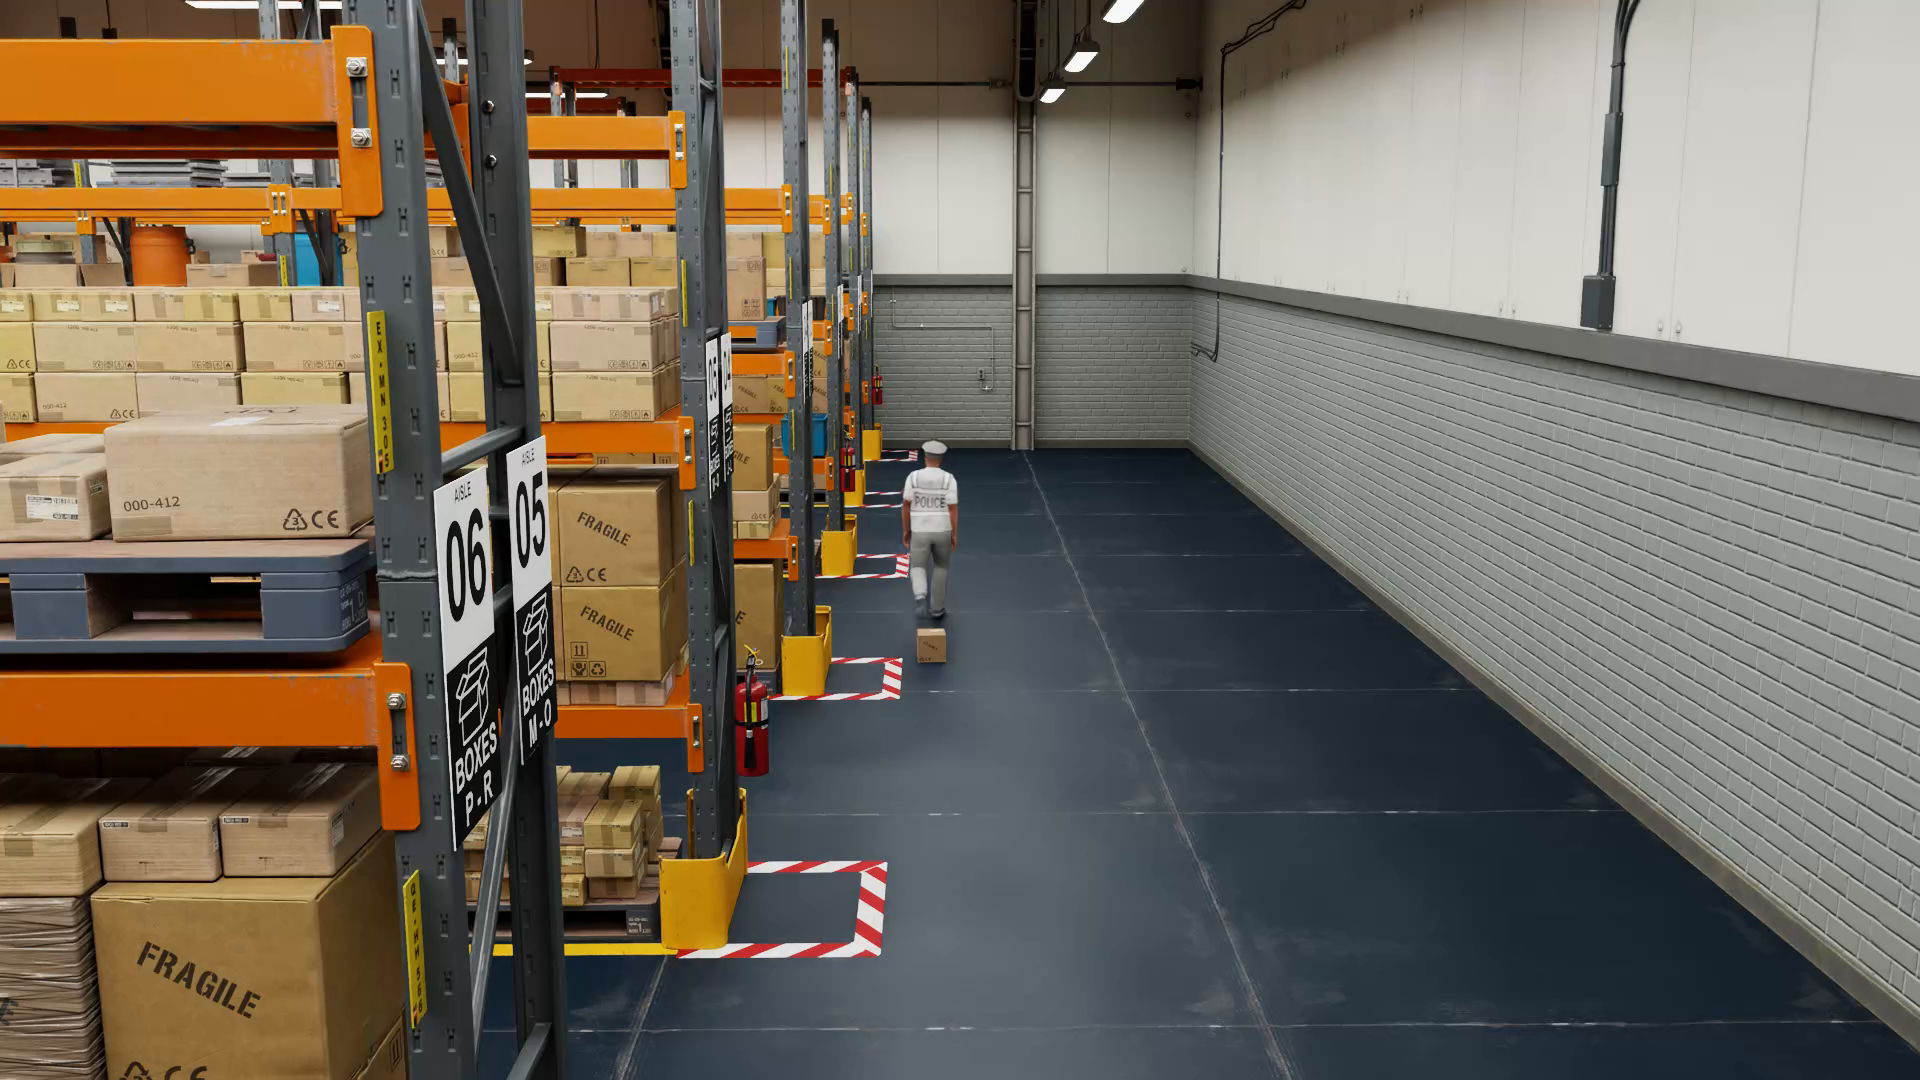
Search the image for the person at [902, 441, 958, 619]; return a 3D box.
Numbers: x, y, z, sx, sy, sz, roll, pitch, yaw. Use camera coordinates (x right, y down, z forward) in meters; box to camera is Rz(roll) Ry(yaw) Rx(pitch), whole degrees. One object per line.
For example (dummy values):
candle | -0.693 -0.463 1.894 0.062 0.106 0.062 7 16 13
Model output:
person | -0.295 -0.086 16.229 0.548 1.739 0.793 0 10 1
